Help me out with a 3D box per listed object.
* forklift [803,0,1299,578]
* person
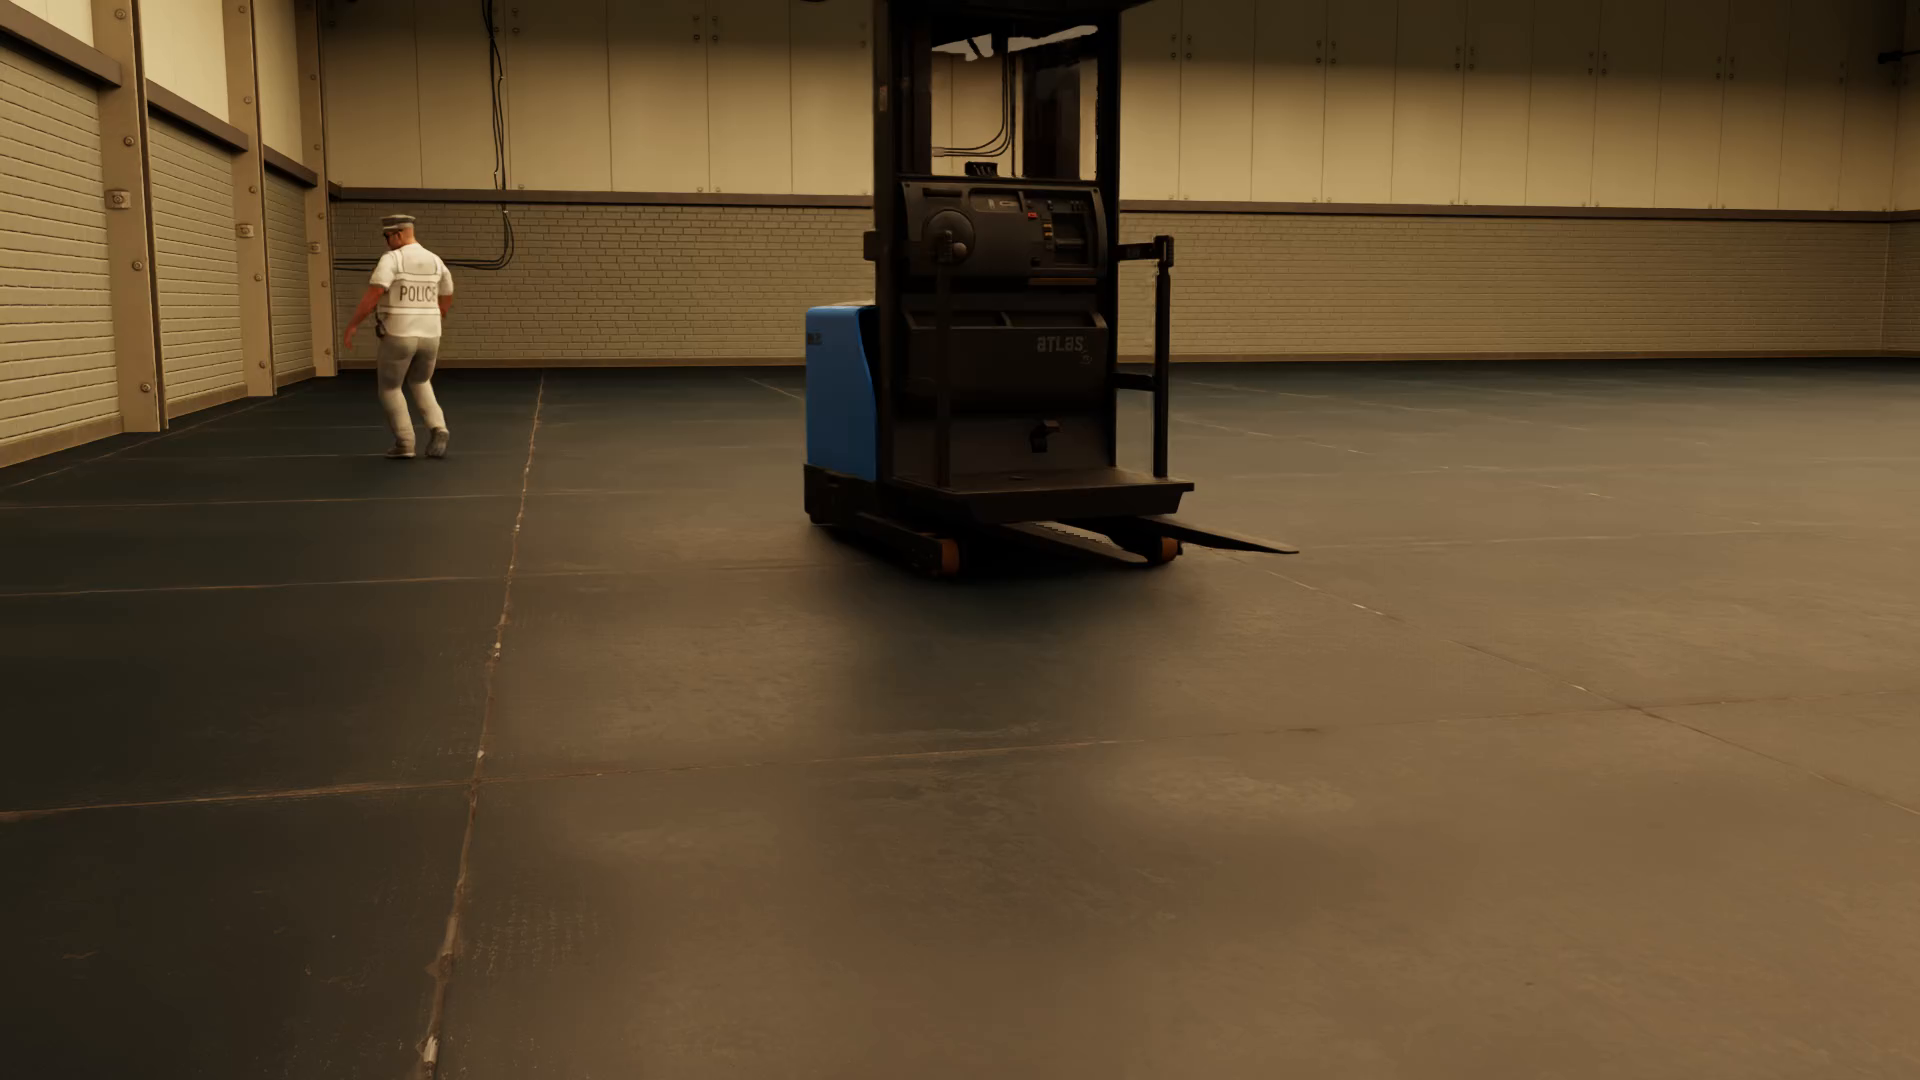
[{"bbox_3d":[0.281,-1.365,6.888,1.130,2.935,3.031,-3,9,-23],"label":"forklift"},{"bbox_3d":[-3.976,-1.423,11.799,0.481,1.745,0.801,8,11,43],"label":"person"}]
